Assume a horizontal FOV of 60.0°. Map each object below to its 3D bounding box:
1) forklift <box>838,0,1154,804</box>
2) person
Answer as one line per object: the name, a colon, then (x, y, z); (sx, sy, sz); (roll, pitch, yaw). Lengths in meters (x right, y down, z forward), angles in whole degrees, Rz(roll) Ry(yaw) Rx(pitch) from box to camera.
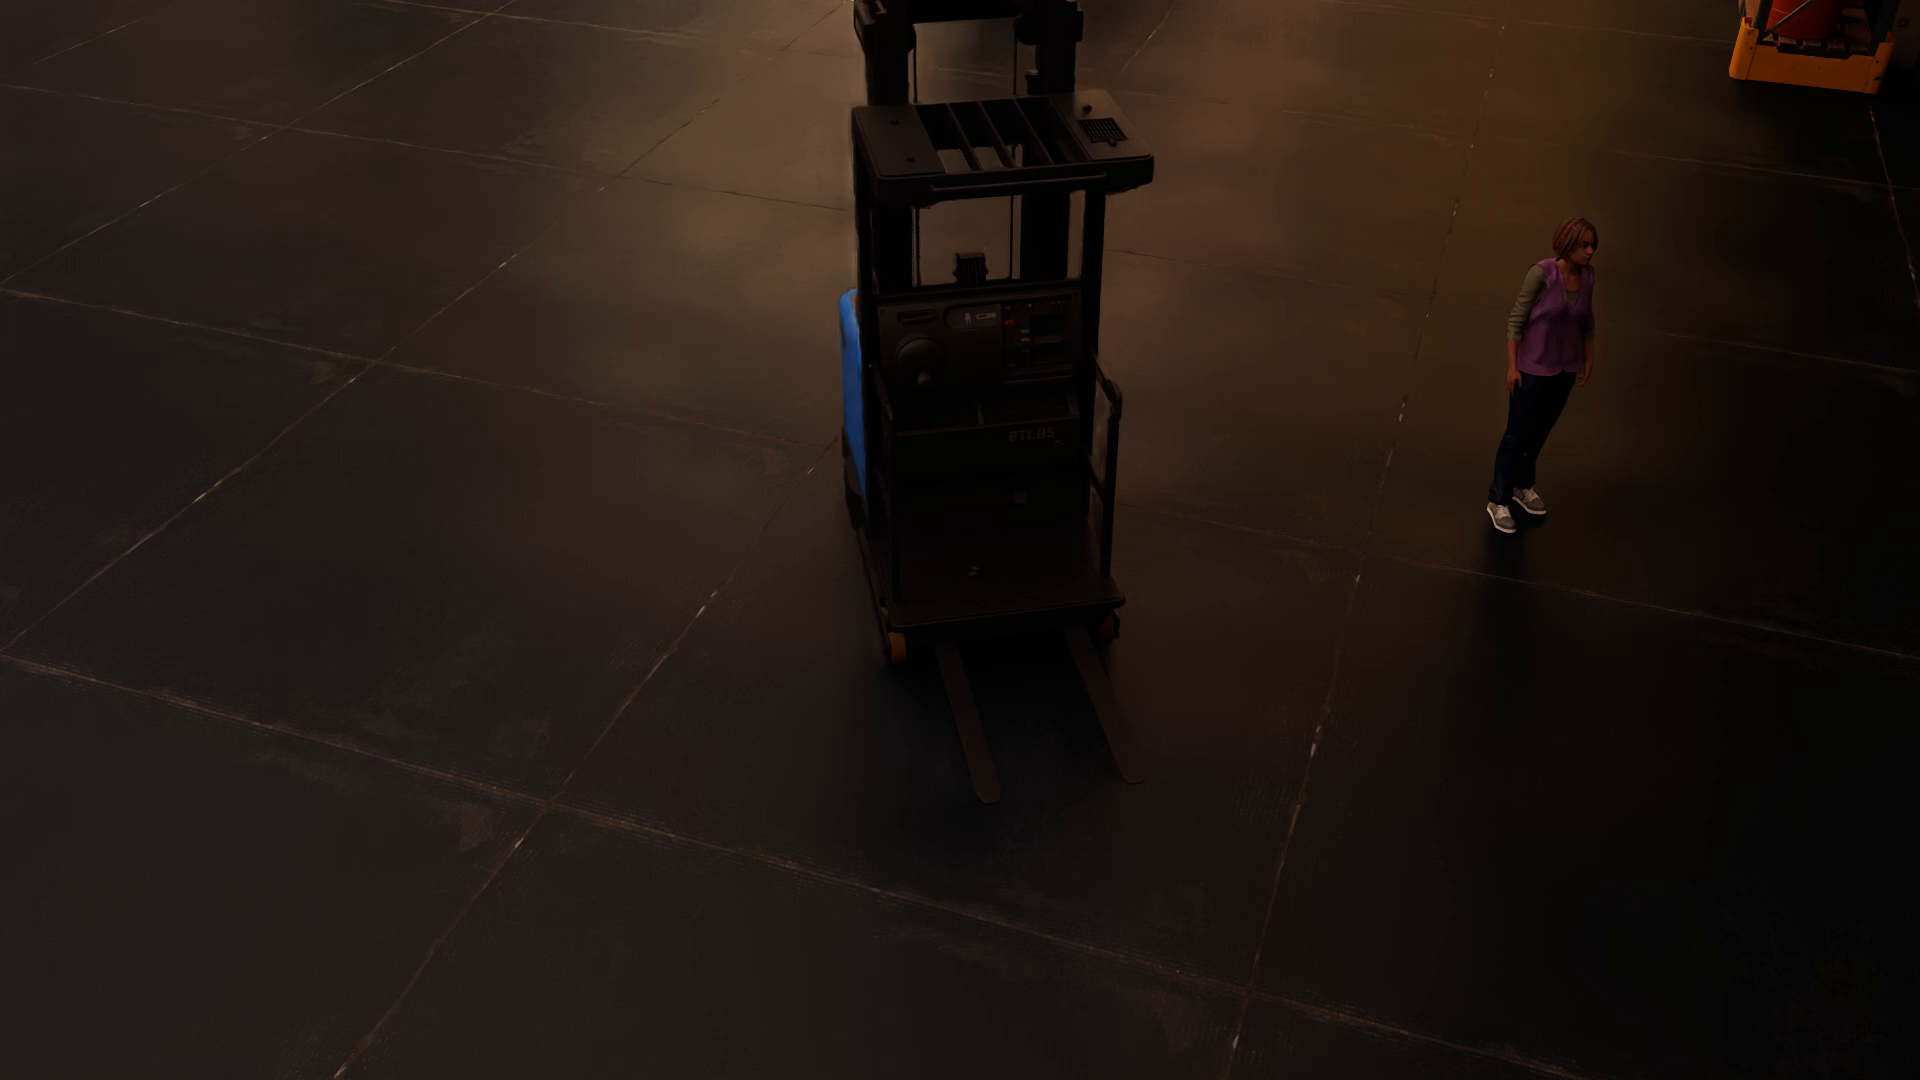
forklift: (0.140, -0.839, 7.295); (1.130, 2.935, 3.031); (-6, 36, -9)
person: (3.008, -0.835, 8.430); (0.517, 1.598, 0.476); (-10, 37, -14)
